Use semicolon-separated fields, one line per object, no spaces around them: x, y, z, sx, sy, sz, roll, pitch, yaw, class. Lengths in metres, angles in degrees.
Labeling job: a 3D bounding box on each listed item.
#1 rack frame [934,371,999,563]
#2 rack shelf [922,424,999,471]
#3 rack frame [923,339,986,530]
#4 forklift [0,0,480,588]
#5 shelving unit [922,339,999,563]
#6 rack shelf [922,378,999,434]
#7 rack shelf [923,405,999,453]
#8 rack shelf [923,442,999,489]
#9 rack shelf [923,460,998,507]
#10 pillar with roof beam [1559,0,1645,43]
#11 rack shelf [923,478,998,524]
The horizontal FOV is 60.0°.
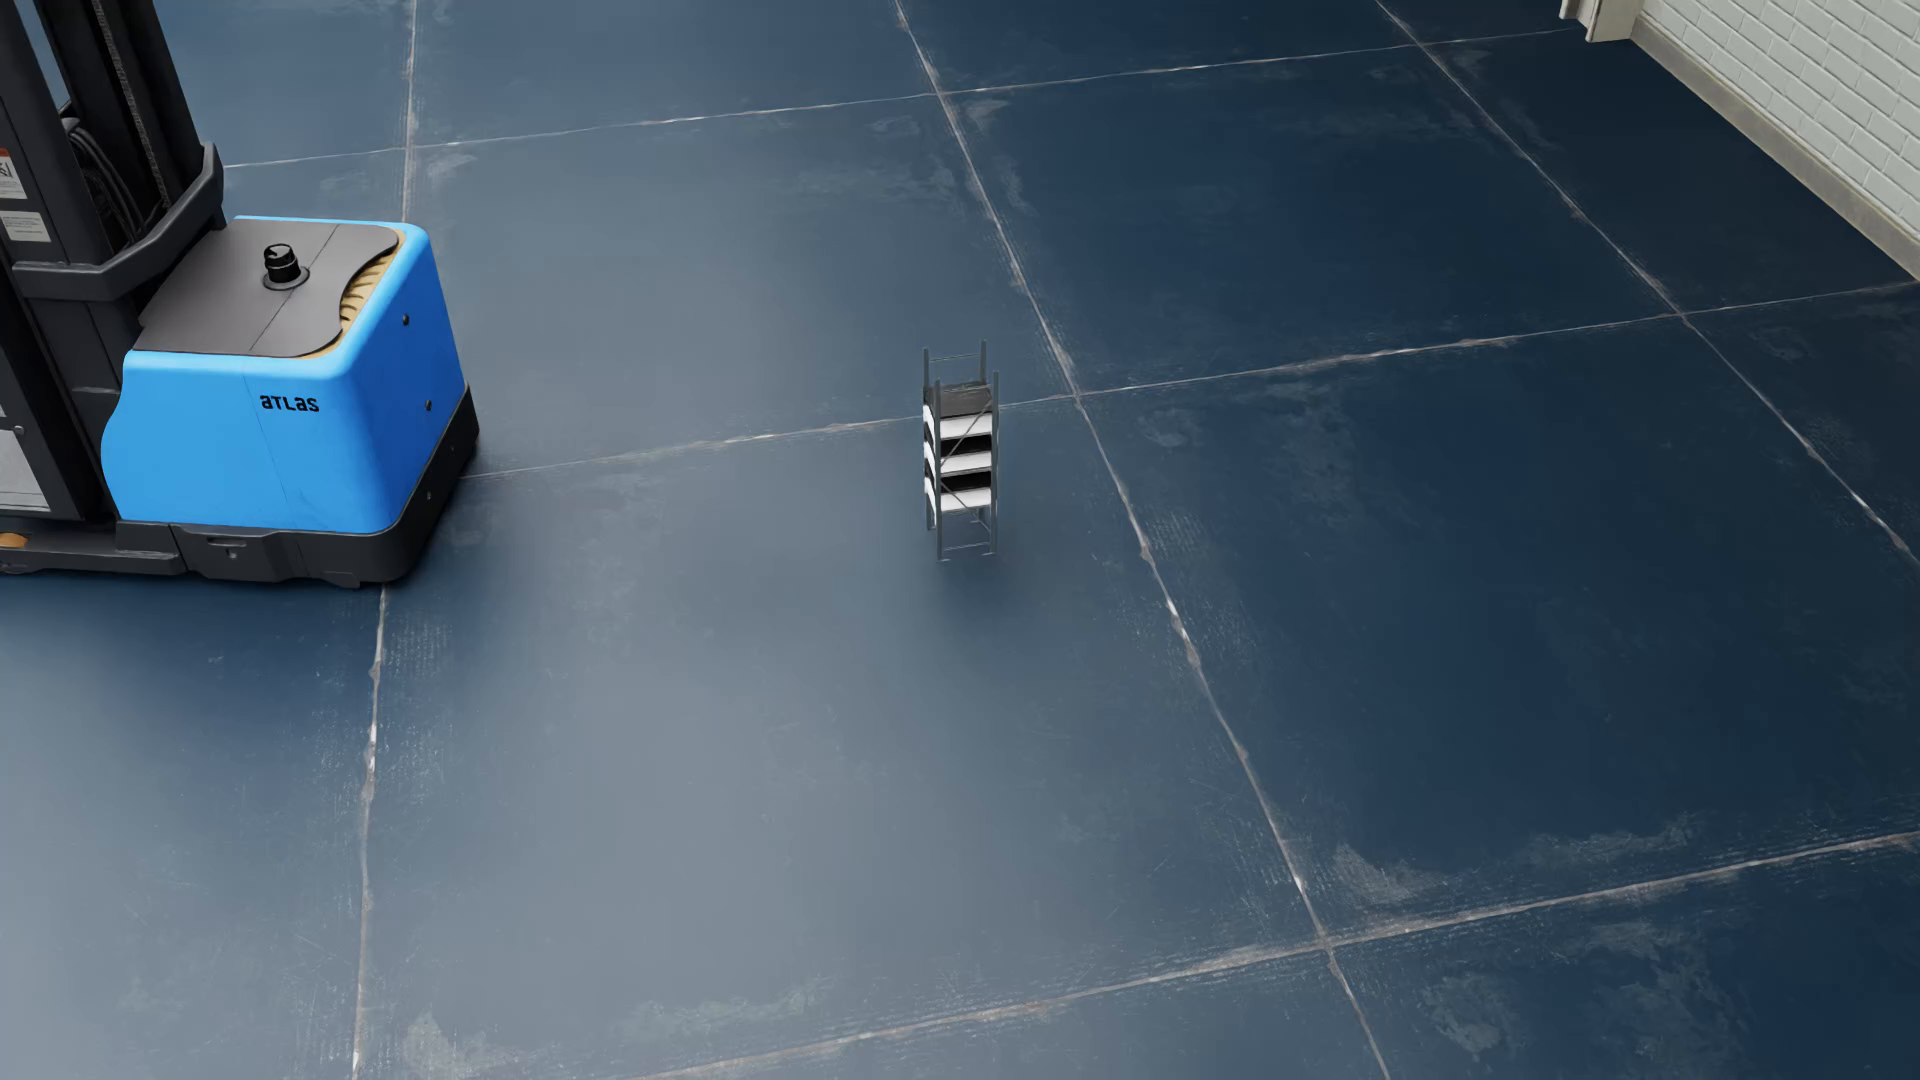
0.024;-0.265;6.371;0.240;0.900;0.006;-8;42;-9;rack frame
0.002;-0.374;6.408;0.258;0.077;0.200;-8;42;-9;rack shelf
-0.020;-0.397;6.520;0.240;0.900;0.006;-8;42;-9;rack frame
-3.617;-1.307;6.015;3.031;2.935;1.130;3;42;4;forklift
0.002;-0.331;6.445;0.258;0.900;0.210;-8;42;-9;shelving unit
0.002;-0.508;6.288;0.258;0.077;0.200;-8;42;-9;rack shelf
0.002;-0.441;6.348;0.258;0.077;0.200;-8;42;-9;rack shelf
0.002;-0.306;6.467;0.258;0.077;0.200;-8;42;-9;rack shelf
0.002;-0.239;6.527;0.258;0.077;0.200;-8;42;-9;rack shelf
-0.243;-5.944;6.668;9.100;9.000;0.400;-8;42;-9;pillar with roof beam
0.002;-0.172;6.587;0.258;0.077;0.200;-8;42;-9;rack shelf
